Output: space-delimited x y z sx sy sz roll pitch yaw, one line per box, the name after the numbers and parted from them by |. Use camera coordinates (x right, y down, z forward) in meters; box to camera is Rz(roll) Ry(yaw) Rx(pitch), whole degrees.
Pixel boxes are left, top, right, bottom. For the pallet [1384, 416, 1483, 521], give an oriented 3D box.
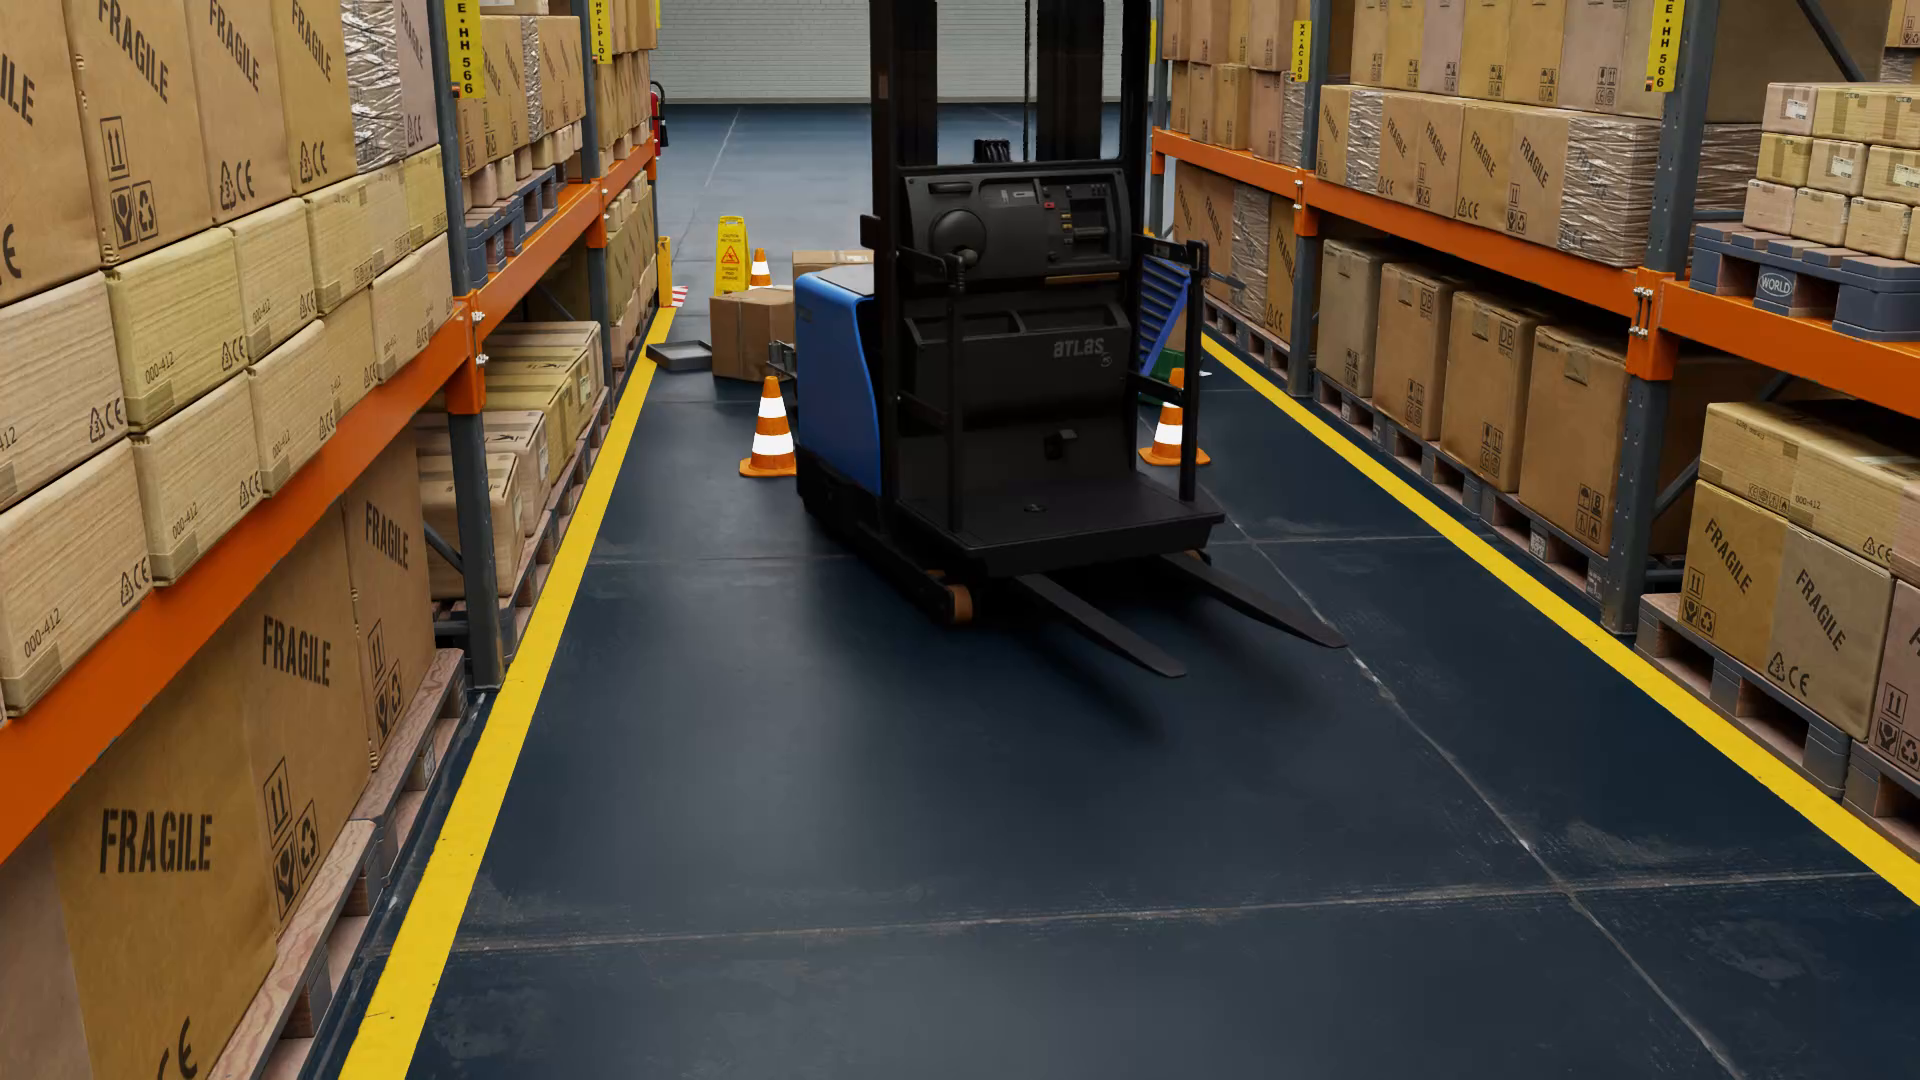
2.743 -0.379 8.031 1.003 0.211 1.213 -2 18 -6 | pallet

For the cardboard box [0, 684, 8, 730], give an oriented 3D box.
-1.411 0.198 1.790 0.500 0.250 0.500 -2 18 -7 | cardboard box

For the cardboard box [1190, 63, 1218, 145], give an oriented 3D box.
2.142 -3.121 11.861 0.875 0.550 0.550 -2 18 -6 | cardboard box

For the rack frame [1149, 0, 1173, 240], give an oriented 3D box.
2.047 -3.493 13.295 1.000 3.000 0.127 -2 18 -6 | rack frame

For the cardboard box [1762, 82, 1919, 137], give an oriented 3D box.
2.727 -1.329 5.126 0.380 0.149 0.250 -2 18 -6 | cardboard box

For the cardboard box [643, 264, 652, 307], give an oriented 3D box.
-2.470 -1.811 11.827 0.500 0.250 0.500 -2 18 -5 | cardboard box

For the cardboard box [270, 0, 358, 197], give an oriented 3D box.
-1.622 -1.004 3.532 0.500 0.500 0.500 -2 18 -6 | cardboard box

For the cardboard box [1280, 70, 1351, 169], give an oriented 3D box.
2.410 -2.482 9.825 0.875 0.550 0.550 -2 18 -6 | cardboard box

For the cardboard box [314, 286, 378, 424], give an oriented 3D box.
-1.627 -0.410 3.725 0.500 0.250 0.500 -2 18 -6 | cardboard box

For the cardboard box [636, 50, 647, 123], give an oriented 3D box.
-2.489 -3.197 11.688 0.500 0.500 0.500 -2 18 -6 | cardboard box

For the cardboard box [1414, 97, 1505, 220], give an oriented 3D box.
2.400 -1.733 7.522 0.500 0.500 0.500 -2 17 -5 | cardboard box

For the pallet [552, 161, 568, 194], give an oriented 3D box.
-2.520 -1.794 8.205 1.003 0.211 1.213 -2 18 -6 | pallet

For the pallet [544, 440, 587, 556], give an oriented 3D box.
-2.243 -0.191 7.434 1.003 0.211 1.213 -2 18 -6 | pallet

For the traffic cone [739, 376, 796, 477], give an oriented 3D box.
-0.933 -0.581 8.257 0.336 0.463 0.334 -2 18 -6 | traffic cone

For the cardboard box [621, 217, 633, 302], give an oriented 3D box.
-2.313 -1.708 10.246 0.500 0.500 0.500 -1 17 -3 | cardboard box

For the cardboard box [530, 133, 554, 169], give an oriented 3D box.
-2.035 -1.749 7.460 0.380 0.149 0.250 -2 18 -6 | cardboard box

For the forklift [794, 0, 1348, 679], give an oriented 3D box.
0.321 -1.220 6.169 1.130 2.935 3.031 -8 19 -23 | forklift

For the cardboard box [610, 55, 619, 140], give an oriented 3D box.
-2.297 -2.596 9.775 0.500 0.500 0.500 -2 18 -6 | cardboard box

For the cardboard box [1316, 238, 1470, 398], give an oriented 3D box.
2.613 -1.246 9.192 1.050 0.750 0.750 -2 18 -6 | cardboard box

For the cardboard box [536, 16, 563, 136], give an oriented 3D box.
-2.078 -2.076 7.417 0.500 0.500 0.500 -1 17 -4 | cardboard box

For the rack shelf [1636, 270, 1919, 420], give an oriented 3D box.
3.078 -0.170 3.912 1.077 0.370 4.000 -2 18 -6 | rack shelf

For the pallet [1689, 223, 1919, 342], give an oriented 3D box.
3.052 -0.809 5.065 1.213 0.211 1.003 -2 18 -6 | pallet

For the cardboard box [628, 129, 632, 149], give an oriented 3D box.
-2.413 -2.706 11.208 0.380 0.149 0.250 -2 18 -6 | cardboard box

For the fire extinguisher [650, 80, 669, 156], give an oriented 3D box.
-2.420 -3.321 12.877 0.296 0.674 0.183 -2 18 -6 | fire extinguisher

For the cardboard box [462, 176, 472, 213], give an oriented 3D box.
-1.885 -1.195 5.693 0.380 0.149 0.250 -3 18 -9 | cardboard box

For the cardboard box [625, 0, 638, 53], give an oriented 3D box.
-2.339 -3.226 10.111 0.700 0.500 0.500 -2 18 -7 | cardboard box

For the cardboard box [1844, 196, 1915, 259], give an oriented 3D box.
2.773 -0.890 4.722 0.380 0.149 0.250 -1 17 -3 | cardboard box

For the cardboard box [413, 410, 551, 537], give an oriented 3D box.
-2.174 -0.261 6.687 0.950 0.372 0.625 -2 18 -7 | cardboard box

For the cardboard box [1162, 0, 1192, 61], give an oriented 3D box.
2.047 -3.968 12.754 0.875 0.550 0.550 -2 18 -6 | cardboard box

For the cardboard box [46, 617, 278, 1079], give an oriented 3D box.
-1.873 0.628 3.016 0.875 0.875 0.875 -1 17 -4 | cardboard box

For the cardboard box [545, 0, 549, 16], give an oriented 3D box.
-2.097 -2.482 7.627 0.380 0.149 0.250 -2 18 -7 | cardboard box

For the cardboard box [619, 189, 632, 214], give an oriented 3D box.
-2.285 -2.130 10.509 0.380 0.149 0.250 -1 17 -2 | cardboard box

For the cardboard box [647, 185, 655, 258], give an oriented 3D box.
-2.524 -2.325 12.214 0.500 0.500 0.500 -2 18 -5 | cardboard box

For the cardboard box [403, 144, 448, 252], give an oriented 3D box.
-1.738 -0.957 4.632 0.500 0.250 0.500 -2 18 -6 | cardboard box

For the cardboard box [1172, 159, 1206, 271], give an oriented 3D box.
2.183 -2.479 12.913 0.875 0.875 0.875 -2 18 -5 | cardboard box

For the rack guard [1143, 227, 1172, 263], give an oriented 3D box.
2.044 -2.307 13.692 1.175 0.500 0.348 -2 18 -6 | rack guard

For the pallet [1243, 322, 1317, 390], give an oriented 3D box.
2.459 -1.200 10.646 1.003 0.211 1.213 -2 18 -6 | pallet

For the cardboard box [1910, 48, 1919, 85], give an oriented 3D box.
7.240 -3.196 11.685 0.875 0.500 0.500 -2 18 -6 | cardboard box

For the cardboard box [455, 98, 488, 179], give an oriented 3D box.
-1.857 -1.457 5.447 0.500 0.500 0.500 -2 18 -7 | cardboard box

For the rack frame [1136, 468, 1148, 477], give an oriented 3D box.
0.517 -0.605 8.640 0.500 0.032 1.500 23 11 -19 | rack frame

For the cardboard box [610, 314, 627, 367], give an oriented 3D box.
-2.246 -1.191 9.851 0.500 0.250 0.500 -3 18 -8 | cardboard box

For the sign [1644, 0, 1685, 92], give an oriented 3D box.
2.320 -1.644 5.471 0.100 0.325 0.005 -2 18 -6 | sign

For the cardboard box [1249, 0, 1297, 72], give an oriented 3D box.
2.283 -3.159 10.178 0.875 0.550 0.550 -2 18 -6 | cardboard box

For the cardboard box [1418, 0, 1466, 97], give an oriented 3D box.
2.623 -2.374 7.896 0.700 0.500 0.500 -2 18 -5 | cardboard box

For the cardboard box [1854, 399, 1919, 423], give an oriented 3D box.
3.203 -0.279 5.279 0.500 0.250 0.500 -2 18 -7 | cardboard box

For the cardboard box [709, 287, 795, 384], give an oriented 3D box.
-1.211 -1.288 10.440 0.500 0.500 0.500 11 21 32 | cardboard box

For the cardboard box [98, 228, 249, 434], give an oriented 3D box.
-1.501 -0.347 2.690 0.500 0.250 0.500 -2 17 -5 | cardboard box

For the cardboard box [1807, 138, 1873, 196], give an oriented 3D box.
2.752 -1.101 4.897 0.380 0.149 0.250 -1 17 -3 | cardboard box

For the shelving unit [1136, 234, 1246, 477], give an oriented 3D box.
0.740 -1.053 8.552 0.538 1.048 1.500 23 11 -19 | shelving unit

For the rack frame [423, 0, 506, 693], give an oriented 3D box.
-2.041 -0.926 5.120 1.000 3.000 0.127 -2 18 -6 | rack frame

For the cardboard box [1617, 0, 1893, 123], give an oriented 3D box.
2.836 -1.768 5.965 0.700 0.500 0.500 -2 18 -6 | cardboard box
